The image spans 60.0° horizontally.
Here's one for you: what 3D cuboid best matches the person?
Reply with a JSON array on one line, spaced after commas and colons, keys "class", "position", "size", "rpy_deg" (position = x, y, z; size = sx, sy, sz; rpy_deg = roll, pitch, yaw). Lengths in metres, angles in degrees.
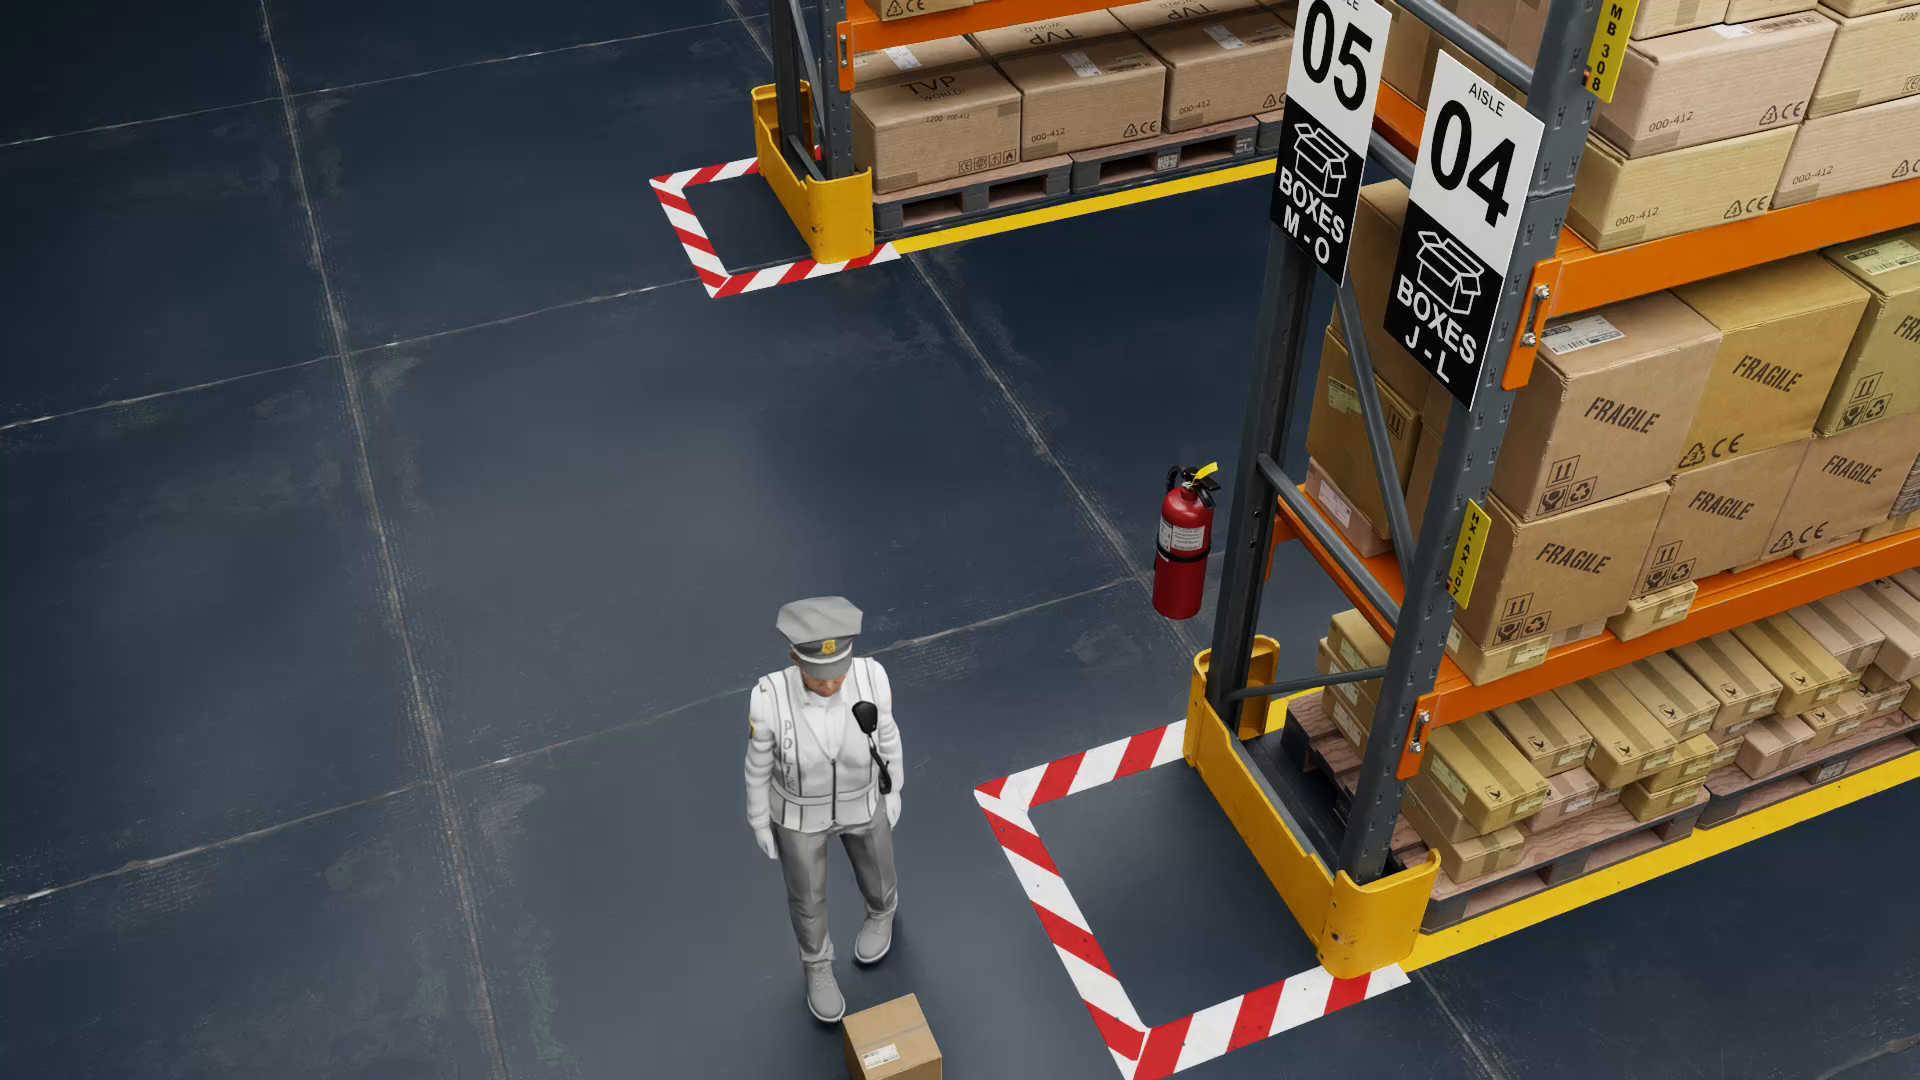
[{"class": "person", "position": [-0.407, 0.848, 5.195], "size": [0.503, 1.675, 0.453], "rpy_deg": [-10, 43, -11]}]
